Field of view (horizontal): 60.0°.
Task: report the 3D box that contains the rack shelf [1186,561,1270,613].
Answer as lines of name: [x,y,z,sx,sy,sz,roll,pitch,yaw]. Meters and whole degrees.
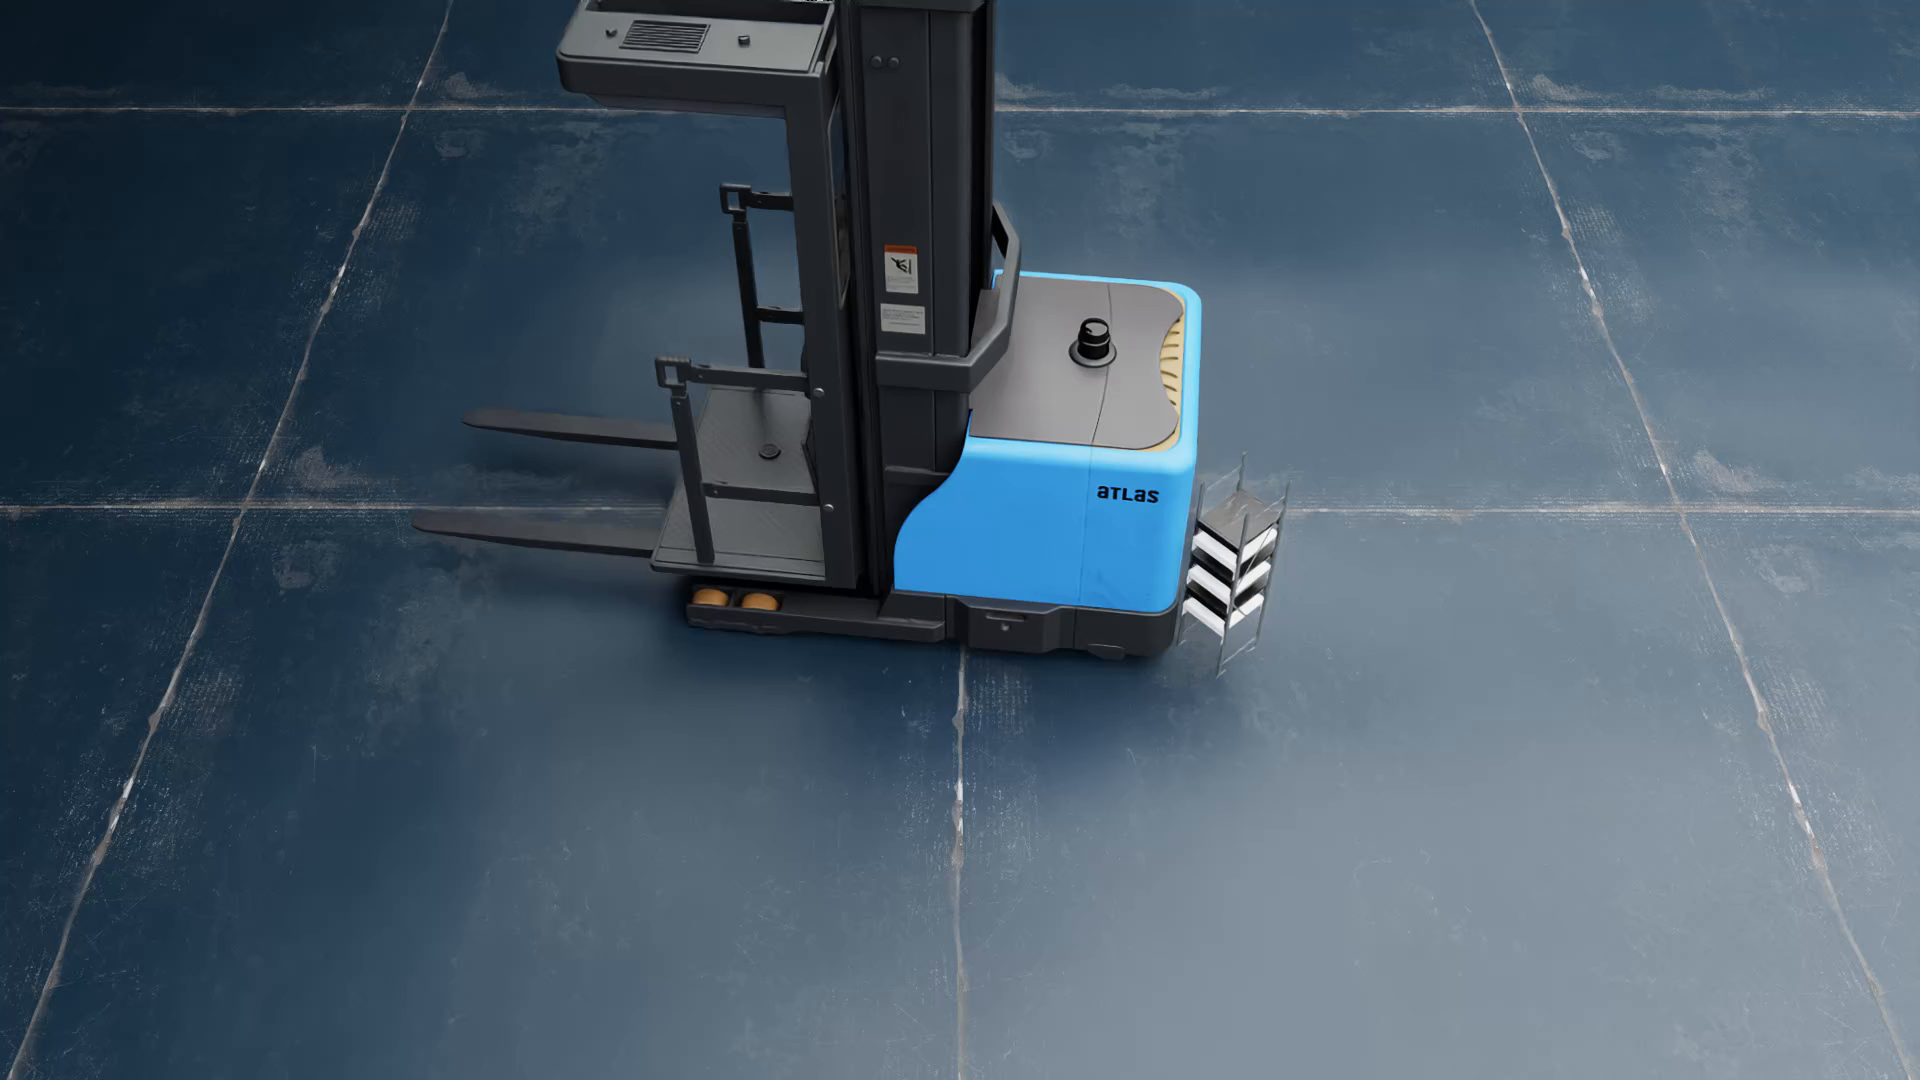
rack shelf: [0.998,0.128,6.143,0.258,0.077,0.200,-34,55,-27]

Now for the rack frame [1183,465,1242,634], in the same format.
rack frame: [0.929,0.050,6.169,0.228,0.785,0.003,-34,55,-27]

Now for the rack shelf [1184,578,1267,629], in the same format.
rack shelf: [0.998,0.189,6.209,0.258,0.077,0.200,-34,55,-27]

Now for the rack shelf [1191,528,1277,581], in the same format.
rack shelf: [0.998,0.005,6.011,0.258,0.077,0.200,-34,55,-27]

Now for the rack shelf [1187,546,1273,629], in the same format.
rack shelf: [0.998,0.139,6.155,0.221,0.281,0.190,-34,55,-27]

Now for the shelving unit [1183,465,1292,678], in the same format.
shelving unit: [0.999,0.105,6.118,0.258,0.900,0.208,-34,55,-27]

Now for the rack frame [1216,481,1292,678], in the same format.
rack frame: [1.067,0.160,6.067,0.240,0.900,0.006,-34,55,-27]
